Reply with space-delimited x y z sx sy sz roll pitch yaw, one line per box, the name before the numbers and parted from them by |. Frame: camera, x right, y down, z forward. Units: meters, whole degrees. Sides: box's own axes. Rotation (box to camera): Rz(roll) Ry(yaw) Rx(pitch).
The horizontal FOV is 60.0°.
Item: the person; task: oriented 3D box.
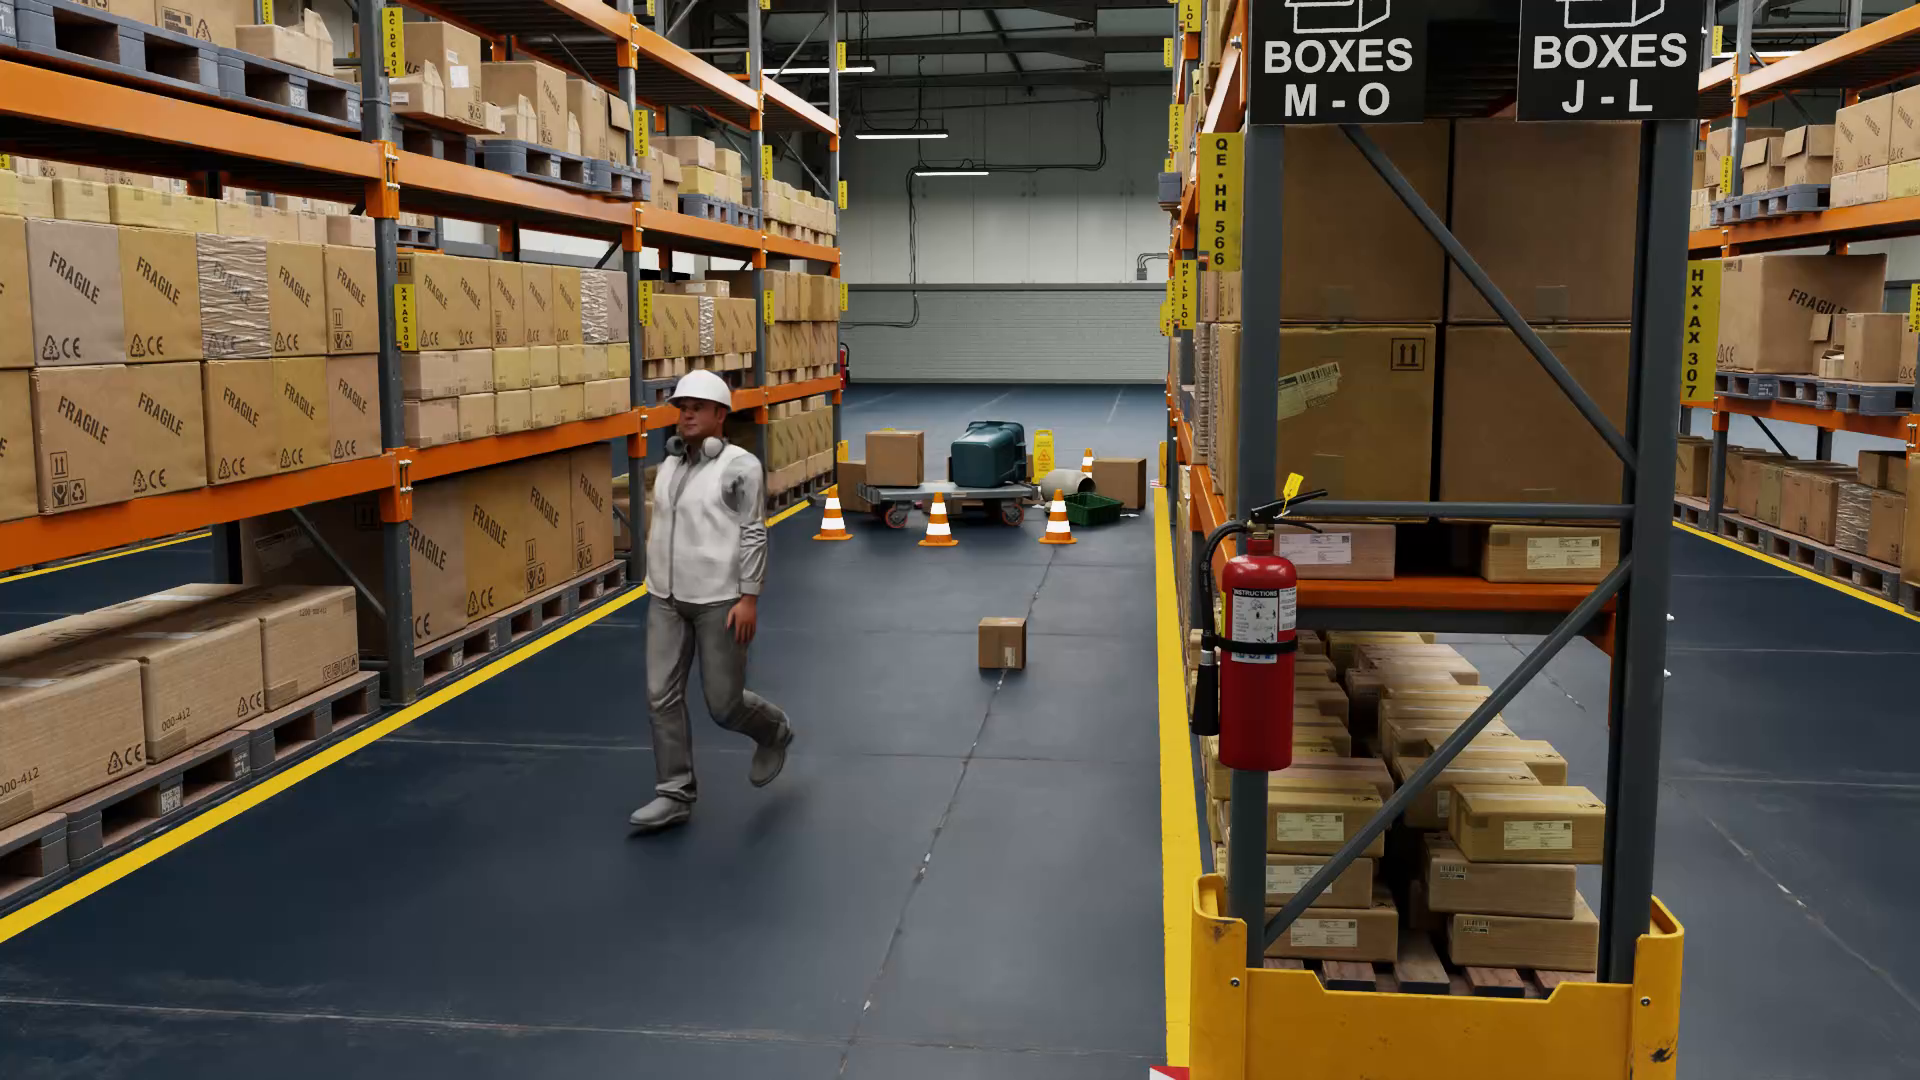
person | -0.984 0.210 6.533 0.544 1.749 0.794 4 9 29
